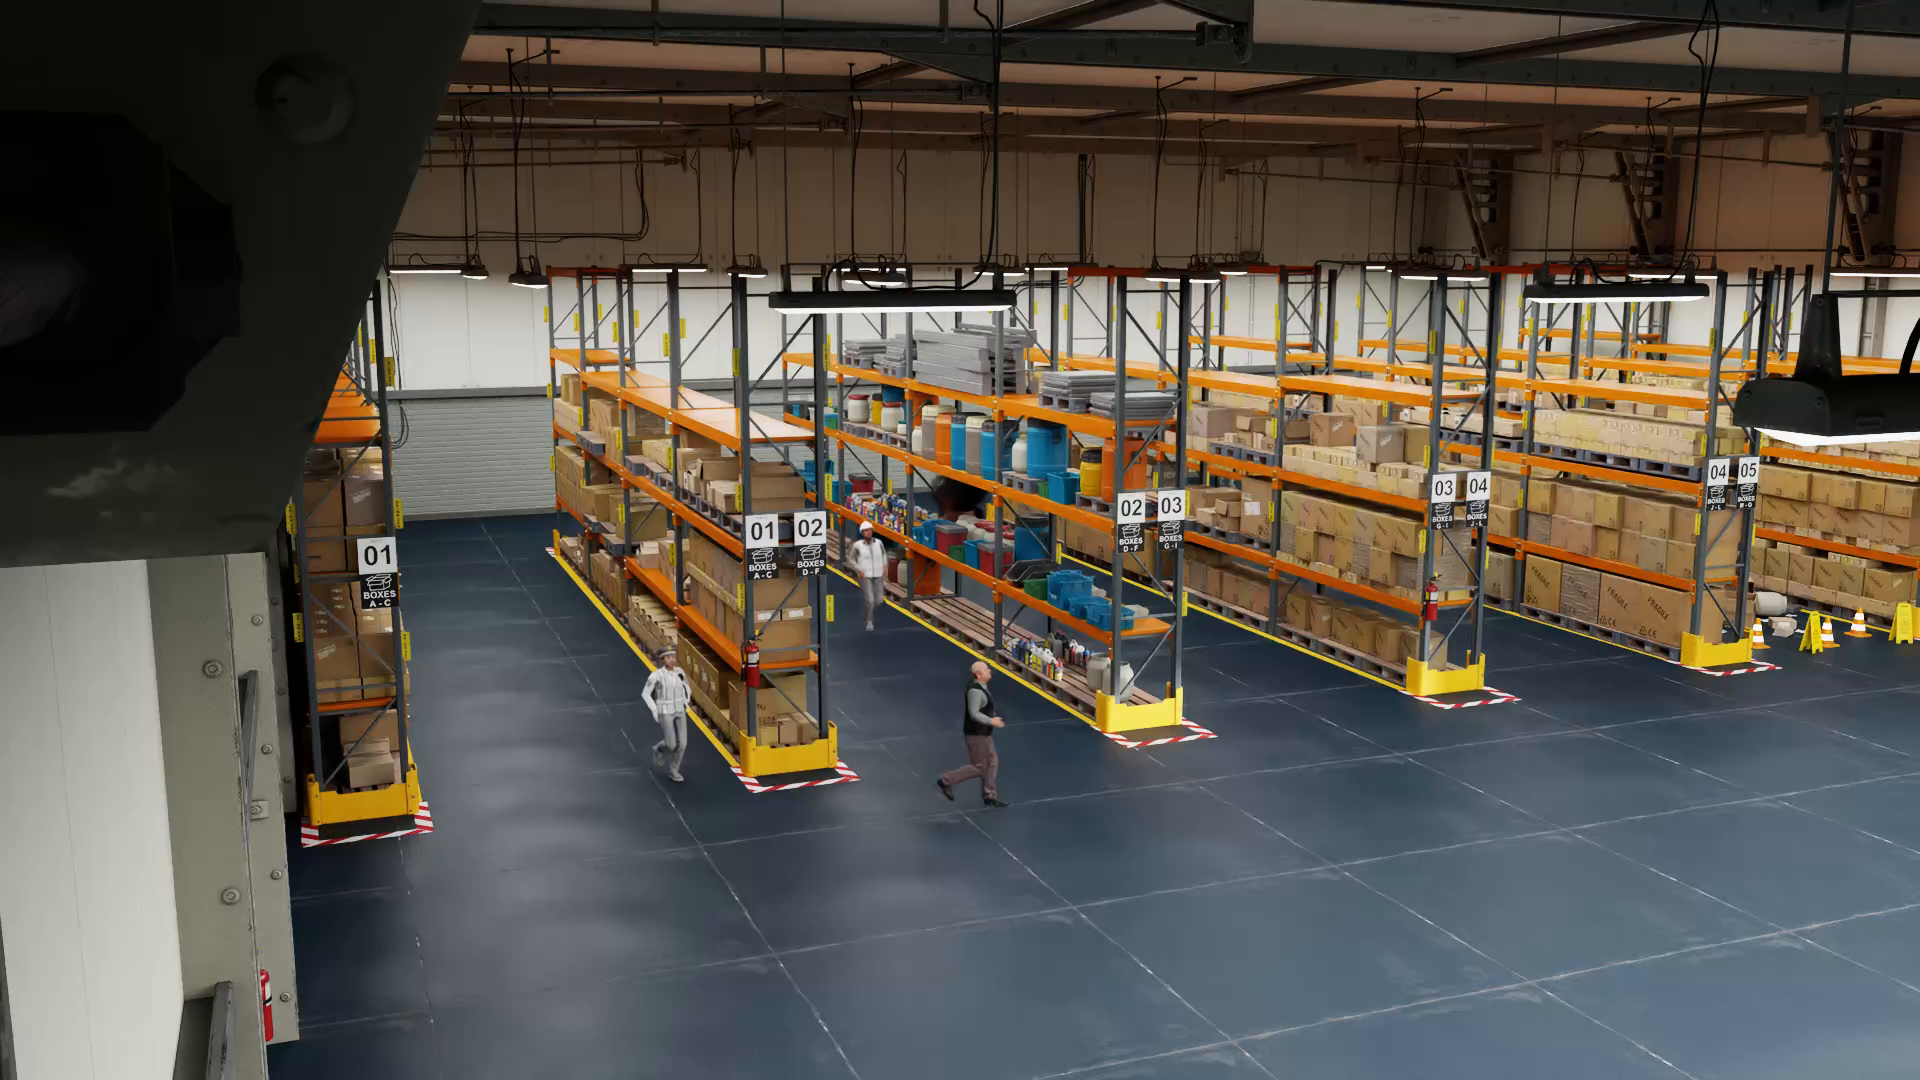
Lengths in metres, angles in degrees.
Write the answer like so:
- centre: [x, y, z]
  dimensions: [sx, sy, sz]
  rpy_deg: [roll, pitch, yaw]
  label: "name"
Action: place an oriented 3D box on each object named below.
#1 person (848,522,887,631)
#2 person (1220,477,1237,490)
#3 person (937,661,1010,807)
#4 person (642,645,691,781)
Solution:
- centre: [-1.452, 0.571, 26.704]
  dimensions: [0.663, 1.749, 0.494]
  rpy_deg: [-4, 11, -24]
  label: "person"
- centre: [6.743, -1.760, 41.945]
  dimensions: [0.695, 1.730, 0.581]
  rpy_deg: [-4, 11, -21]
  label: "person"
- centre: [0.156, 2.225, 19.056]
  dimensions: [0.840, 1.720, 0.670]
  rpy_deg: [0, 10, 1]
  label: "person"
- centre: [-3.485, 2.071, 20.023]
  dimensions: [0.605, 1.643, 0.531]
  rpy_deg: [-7, 12, -34]
  label: "person"
